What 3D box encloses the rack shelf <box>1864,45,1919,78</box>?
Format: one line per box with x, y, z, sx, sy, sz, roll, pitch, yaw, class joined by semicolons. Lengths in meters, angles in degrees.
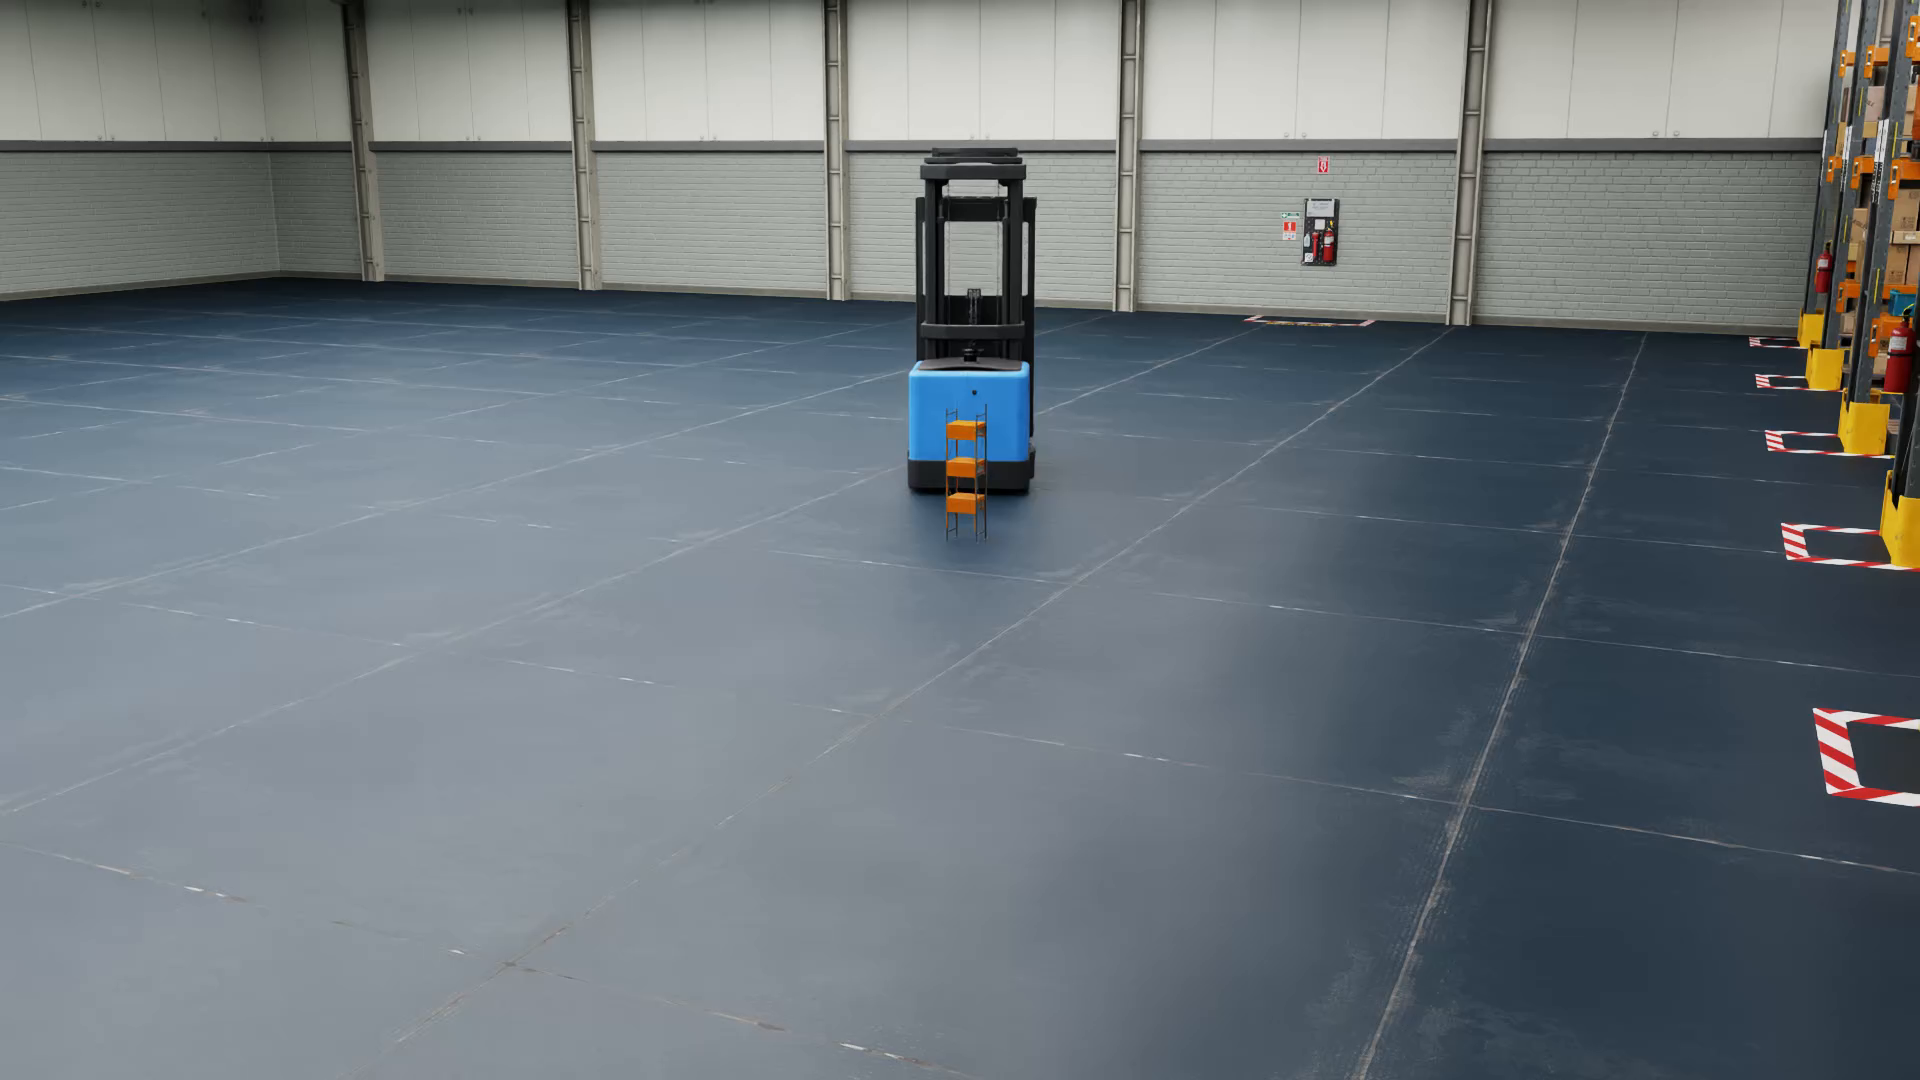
12.876;-5.645;19.566;4.000;0.370;1.077;6;14;23;rack shelf

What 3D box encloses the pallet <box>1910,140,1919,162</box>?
9.754;-3.692;15.770;1.213;0.211;1.003;6;14;23;pallet

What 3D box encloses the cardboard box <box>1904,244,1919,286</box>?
11.951;-3.410;20.502;0.500;0.500;0.700;6;15;25;cardboard box

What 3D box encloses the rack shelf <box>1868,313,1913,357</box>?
10.866;-1.885;15.798;4.000;0.370;1.077;6;14;23;rack shelf

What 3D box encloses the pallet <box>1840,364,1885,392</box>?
11.763;-2.035;20.966;1.213;0.211;1.003;6;14;23;pallet

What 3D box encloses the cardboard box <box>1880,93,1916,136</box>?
11.571;-5.184;20.263;0.637;0.503;0.797;7;15;27;cardboard box

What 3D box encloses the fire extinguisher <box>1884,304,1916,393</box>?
7.113;-1.455;12.559;0.183;0.674;0.296;6;14;23;fire extinguisher

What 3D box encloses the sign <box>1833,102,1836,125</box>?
12.830;-6.262;24.397;0.005;0.325;0.100;6;14;23;sign

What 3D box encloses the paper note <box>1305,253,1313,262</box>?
6.177;-4.999;29.423;0.142;0.148;0.016;6;14;23;paper note

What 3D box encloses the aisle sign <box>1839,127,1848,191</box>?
11.106;-4.788;20.902;0.004;0.787;0.394;6;14;23;aisle sign

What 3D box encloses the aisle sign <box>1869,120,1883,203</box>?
9.092;-3.755;16.500;0.004;0.787;0.394;6;14;23;aisle sign

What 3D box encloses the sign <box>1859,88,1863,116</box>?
10.817;-5.264;19.968;0.005;0.325;0.100;6;14;23;sign

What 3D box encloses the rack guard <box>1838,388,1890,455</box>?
9.126;-1.206;16.802;0.348;0.500;1.175;6;14;23;rack guard

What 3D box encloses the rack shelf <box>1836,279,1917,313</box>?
12.876;-2.919;20.205;4.000;0.370;1.077;6;14;23;rack shelf

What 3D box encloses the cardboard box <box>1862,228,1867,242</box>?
11.474;-3.824;20.845;0.250;0.149;0.380;6;14;22;cardboard box

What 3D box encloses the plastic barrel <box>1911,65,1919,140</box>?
9.533;-4.276;15.986;0.708;0.830;0.600;6;14;23;plastic barrel

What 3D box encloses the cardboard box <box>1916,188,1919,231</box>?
12.000;-4.037;20.333;0.500;0.500;0.700;5;14;22;cardboard box

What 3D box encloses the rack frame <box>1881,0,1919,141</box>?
9.037;-5.341;15.819;0.127;3.000;1.000;6;14;23;rack frame

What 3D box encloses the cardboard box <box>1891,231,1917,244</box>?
11.561;-3.714;20.378;0.250;0.149;0.380;5;14;22;cardboard box

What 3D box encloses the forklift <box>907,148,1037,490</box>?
0.155;-2.147;15.488;1.130;2.935;3.031;1;13;3;forklift

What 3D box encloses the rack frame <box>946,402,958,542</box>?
-0.063;-0.517;12.662;0.008;1.050;0.200;6;14;23;rack frame

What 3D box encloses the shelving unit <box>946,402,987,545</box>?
0.049;-0.506;12.614;0.252;1.050;0.215;6;14;23;shelving unit

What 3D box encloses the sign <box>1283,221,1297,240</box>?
5.847;-5.488;29.497;0.234;0.329;0.001;6;14;23;sign

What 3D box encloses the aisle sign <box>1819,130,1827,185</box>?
12.863;-5.699;24.787;0.004;0.787;0.394;6;14;23;aisle sign

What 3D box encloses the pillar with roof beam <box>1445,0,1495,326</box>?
6.811;-7.182;23.665;0.400;9.000;9.100;6;14;23;pillar with roof beam

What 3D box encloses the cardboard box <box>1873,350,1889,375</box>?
11.447;-2.224;20.768;0.500;0.250;0.500;6;14;23;cardboard box

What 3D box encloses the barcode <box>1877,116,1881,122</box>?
11.518;-5.270;20.813;0.075;0.075;0.001;6;14;23;barcode

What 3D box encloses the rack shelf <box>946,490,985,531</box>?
0.049;-0.225;12.680;0.240;0.259;0.215;6;14;23;rack shelf

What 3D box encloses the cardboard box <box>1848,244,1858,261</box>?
13.368;-4.315;24.862;0.500;0.250;0.500;5;14;22;cardboard box

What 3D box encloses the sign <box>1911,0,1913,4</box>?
8.810;-5.125;15.355;0.005;0.325;0.100;6;14;23;sign

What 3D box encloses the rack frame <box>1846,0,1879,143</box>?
11.047;-6.375;20.226;0.127;3.000;1.000;6;14;23;rack frame

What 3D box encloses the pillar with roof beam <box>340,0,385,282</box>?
-15.132;-9.403;33.129;0.400;9.000;9.100;6;14;23;pillar with roof beam

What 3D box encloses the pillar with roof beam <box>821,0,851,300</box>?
-4.161;-8.293;28.397;0.400;9.000;9.100;6;14;23;pillar with roof beam

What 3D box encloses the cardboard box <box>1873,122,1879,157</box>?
13.534;-6.023;25.027;0.500;0.500;0.500;7;15;27;cardboard box

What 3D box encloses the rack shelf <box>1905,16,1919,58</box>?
10.866;-4.611;15.158;4.000;0.370;1.077;6;14;23;rack shelf

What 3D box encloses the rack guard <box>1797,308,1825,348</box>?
13.120;-3.266;25.578;0.348;0.500;1.175;6;14;23;rack guard

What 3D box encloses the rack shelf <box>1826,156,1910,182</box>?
14.879;-5.415;24.273;4.000;0.370;1.077;6;14;23;rack shelf

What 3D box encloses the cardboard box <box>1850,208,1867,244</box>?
13.365;-4.685;24.796;0.500;0.500;0.500;6;14;23;cardboard box

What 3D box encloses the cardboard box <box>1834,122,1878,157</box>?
13.255;-5.925;24.612;0.500;0.500;0.500;6;15;25;cardboard box

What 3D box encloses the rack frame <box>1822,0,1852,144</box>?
13.050;-7.410;24.637;0.127;3.000;1.000;6;14;23;rack frame
